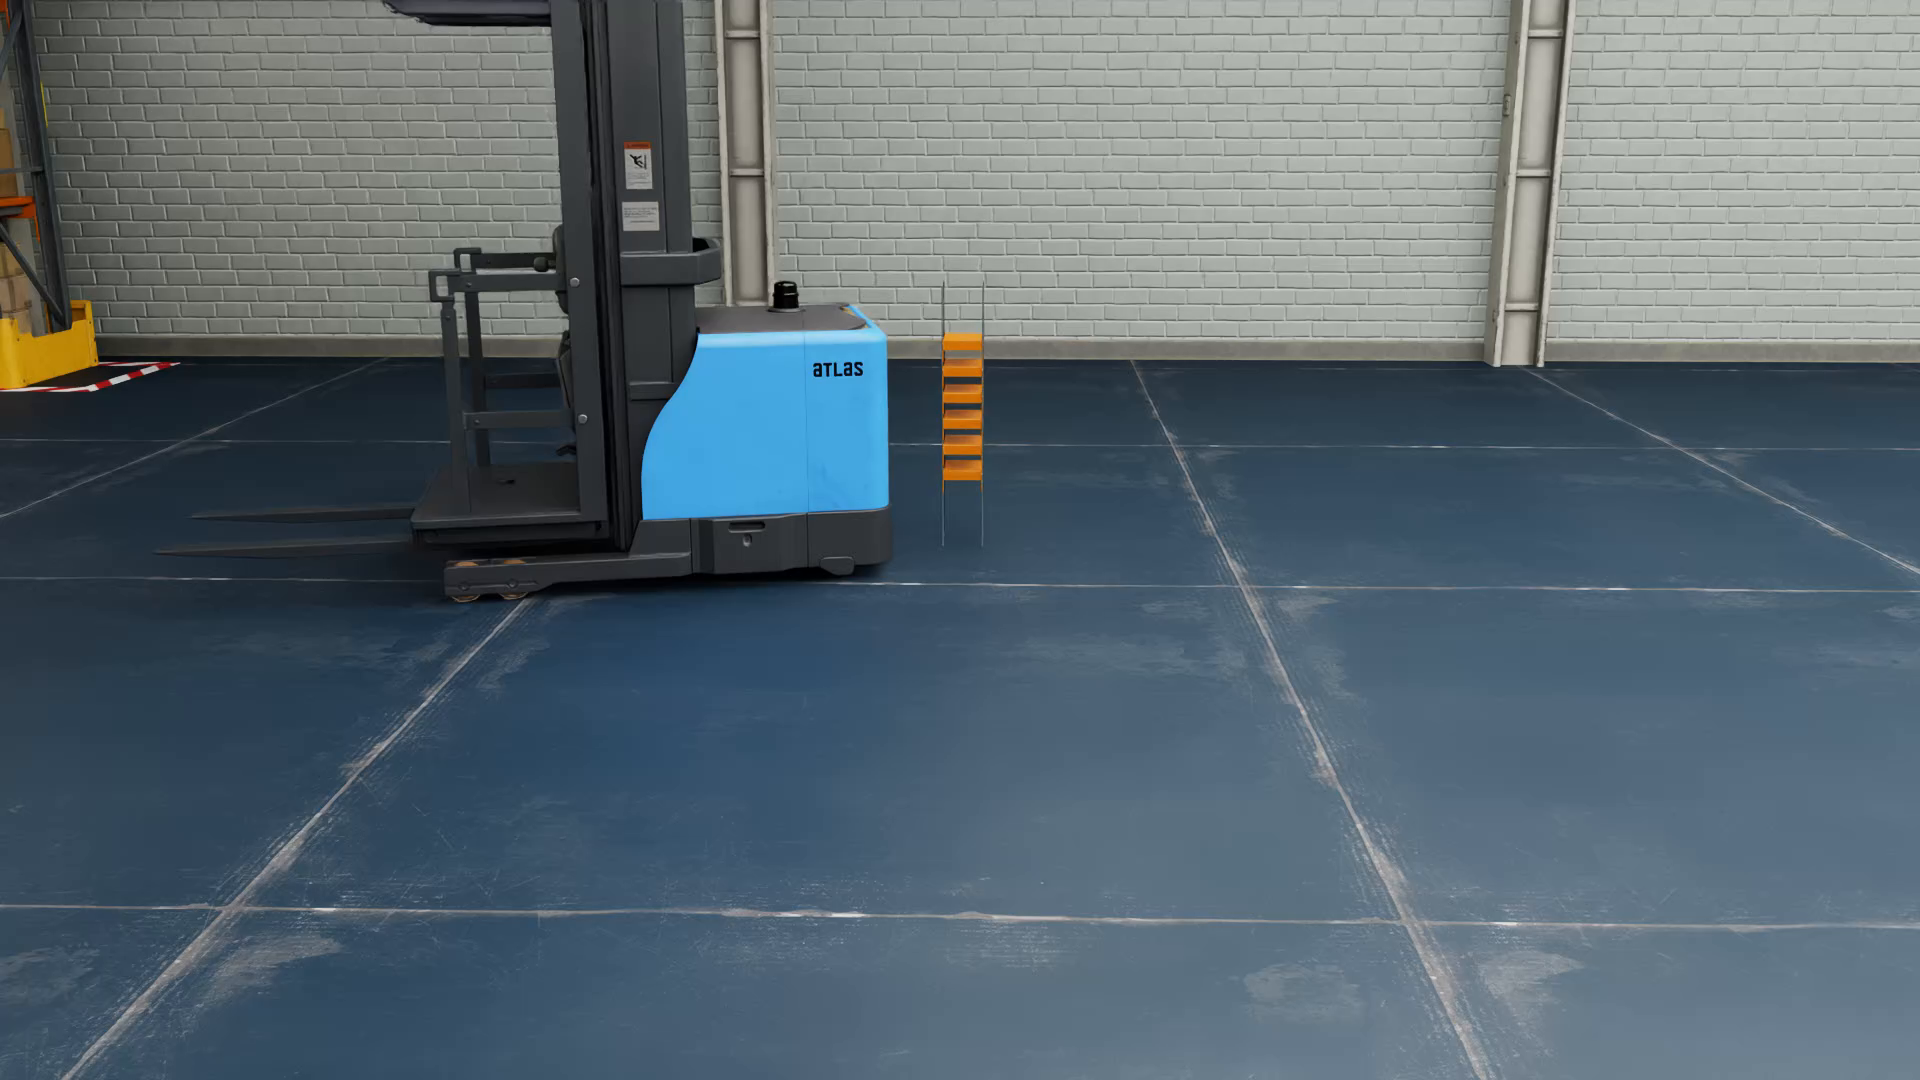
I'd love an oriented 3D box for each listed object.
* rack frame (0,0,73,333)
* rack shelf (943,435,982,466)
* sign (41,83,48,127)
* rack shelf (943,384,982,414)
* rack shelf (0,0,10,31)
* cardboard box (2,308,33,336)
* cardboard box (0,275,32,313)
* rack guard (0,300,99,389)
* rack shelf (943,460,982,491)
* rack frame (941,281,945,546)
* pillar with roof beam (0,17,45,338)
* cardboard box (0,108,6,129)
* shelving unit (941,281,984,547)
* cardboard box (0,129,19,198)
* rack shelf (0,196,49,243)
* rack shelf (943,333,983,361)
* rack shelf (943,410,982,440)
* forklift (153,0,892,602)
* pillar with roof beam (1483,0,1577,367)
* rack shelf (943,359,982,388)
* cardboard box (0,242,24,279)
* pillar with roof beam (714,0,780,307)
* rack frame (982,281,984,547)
[{"bbox_3d":[-6.962,-2.687,12.143,0.127,3.000,1.000,0,15,1],"label":"rack frame"},{"bbox_3d":[0.014,-0.421,7.729,0.180,0.103,0.258,0,15,1],"label":"rack shelf"},{"bbox_3d":[-6.942,-3.285,12.559,0.005,0.325,0.100,0,15,1],"label":"sign"},{"bbox_3d":[0.014,-0.653,7.667,0.180,0.103,0.258,0,15,1],"label":"rack shelf"},{"bbox_3d":[-8.961,-3.802,11.902,4.000,0.370,1.077,0,15,1],"label":"rack shelf"},{"bbox_3d":[-7.448,-1.613,12.642,0.500,0.250,0.500,0,15,2],"label":"cardboard box"},{"bbox_3d":[-7.427,-1.858,12.589,0.500,0.250,0.500,1,15,2],"label":"cardboard box"},{"bbox_3d":[-6.938,-1.478,12.462,0.348,0.500,1.175,0,15,1],"label":"rack guard"},{"bbox_3d":[0.014,-0.305,7.759,0.180,0.103,0.258,0,15,1],"label":"rack shelf"},{"bbox_3d":[-0.077,-0.581,7.689,0.006,1.200,0.240,0,15,1],"label":"rack frame"},{"bbox_3d":[-7.745,-4.724,8.105,0.400,9.000,9.100,0,15,1],"label":"pillar with roof beam"},{"bbox_3d":[-7.295,-3.117,12.307,0.250,0.149,0.380,0,15,0],"label":"cardboard box"},{"bbox_3d":[0.014,-0.580,7.687,0.189,1.200,0.258,0,15,1],"label":"shelving unit"},{"bbox_3d":[-7.450,-2.809,12.411,0.500,0.500,0.500,1,15,3],"label":"cardboard box"},{"bbox_3d":[-8.961,-2.352,12.285,4.000,0.370,1.077,0,15,1],"label":"rack shelf"},{"bbox_3d":[0.014,-0.885,7.606,0.180,0.103,0.258,0,15,1],"label":"rack shelf"},{"bbox_3d":[0.014,-0.537,7.698,0.180,0.103,0.258,0,15,1],"label":"rack shelf"},{"bbox_3d":[-1.864,-1.306,7.046,3.031,2.935,1.130,-3,15,-11],"label":"forklift"},{"bbox_3d":[4.251,-4.646,7.809,0.400,9.000,9.100,0,15,1],"label":"pillar with roof beam"},{"bbox_3d":[0.014,-0.769,7.637,0.180,0.103,0.258,0,15,1],"label":"rack shelf"},{"bbox_3d":[-7.438,-2.095,12.508,0.500,0.250,0.500,0,15,1],"label":"cardboard box"},{"bbox_3d":[-1.747,-4.685,7.957,0.400,9.000,9.100,0,15,1],"label":"pillar with roof beam"},{"bbox_3d":[0.106,-0.579,7.684,0.006,1.200,0.240,0,15,1],"label":"rack frame"}]
